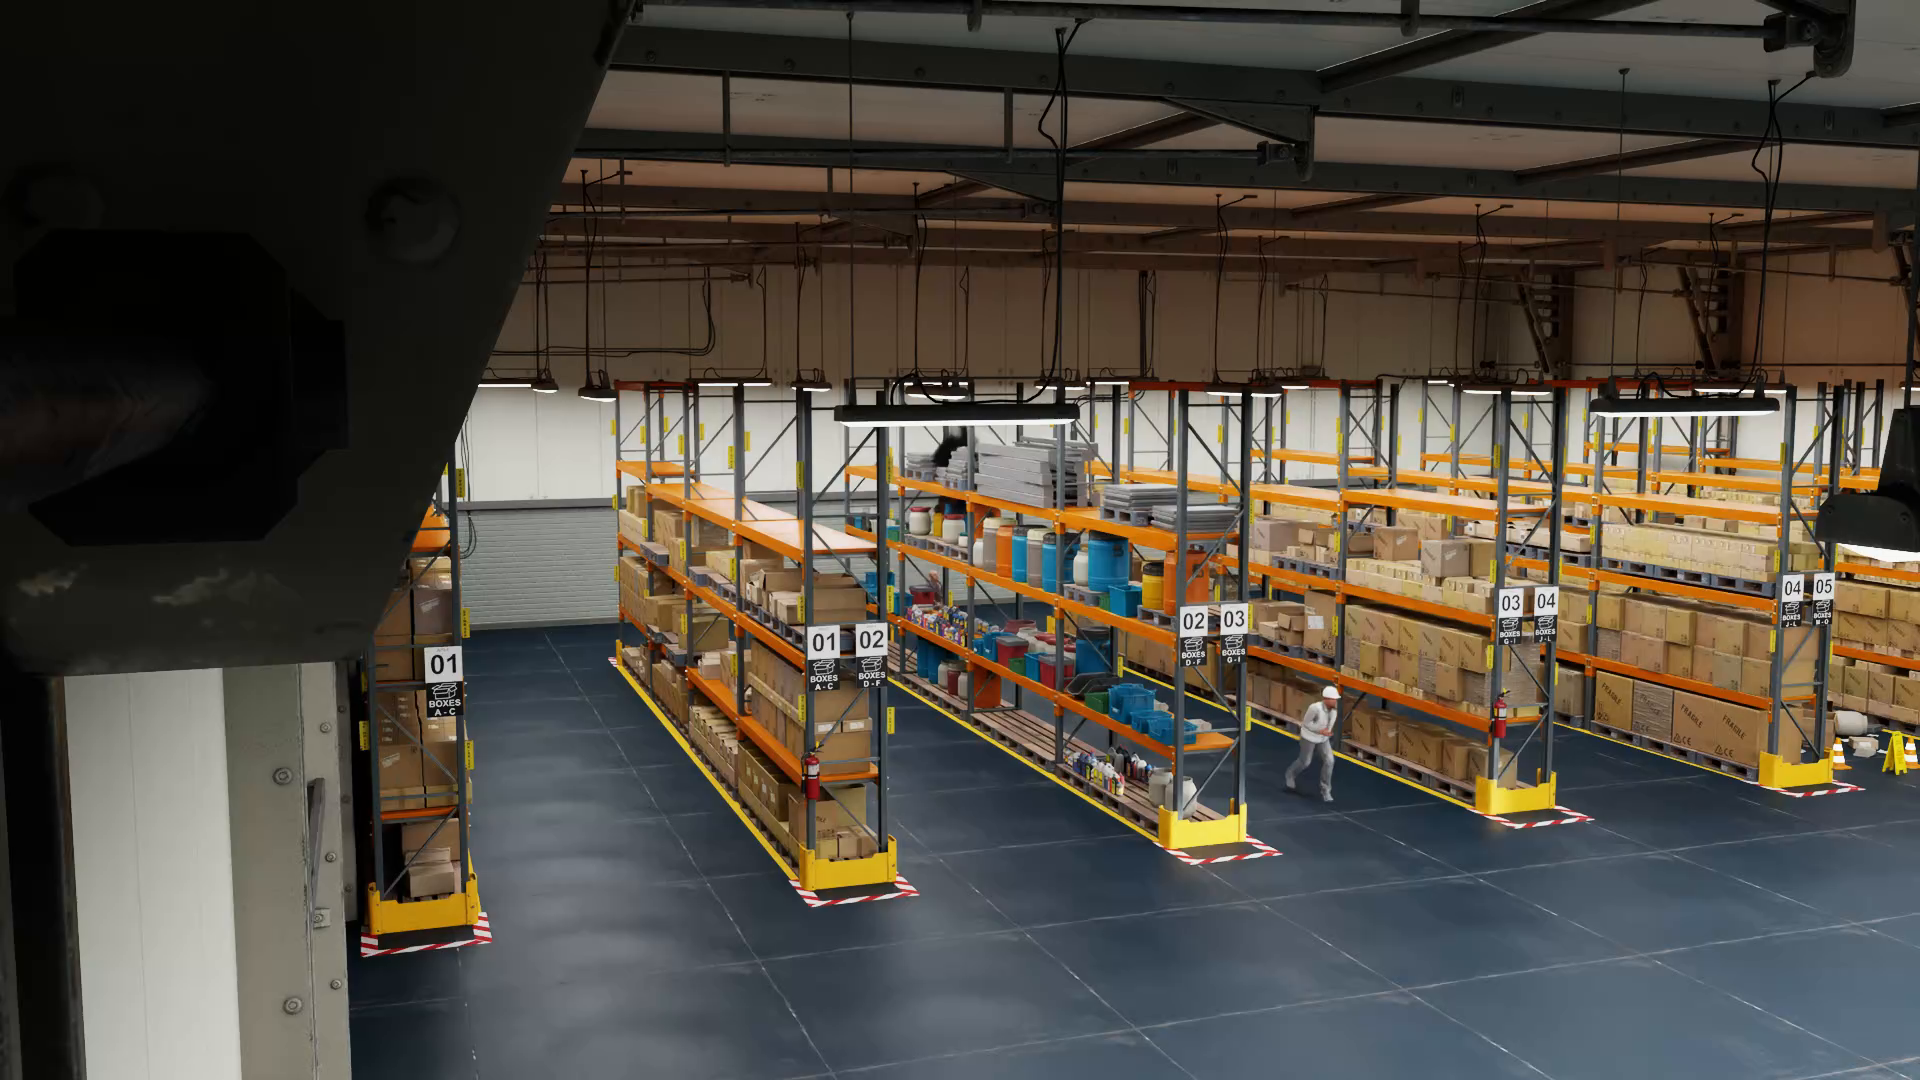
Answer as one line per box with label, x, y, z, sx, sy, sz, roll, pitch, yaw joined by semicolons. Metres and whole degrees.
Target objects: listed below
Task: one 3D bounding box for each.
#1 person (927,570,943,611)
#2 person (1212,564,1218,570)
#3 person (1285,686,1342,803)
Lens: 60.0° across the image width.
person;-0.546;1.524;37.579;0.609;1.718;0.747;3;7;28
person;5.953;1.398;38.857;0.664;1.685;0.598;-1;6;-6
person;5.180;2.943;24.379;0.701;1.733;1.044;-4;7;-33
